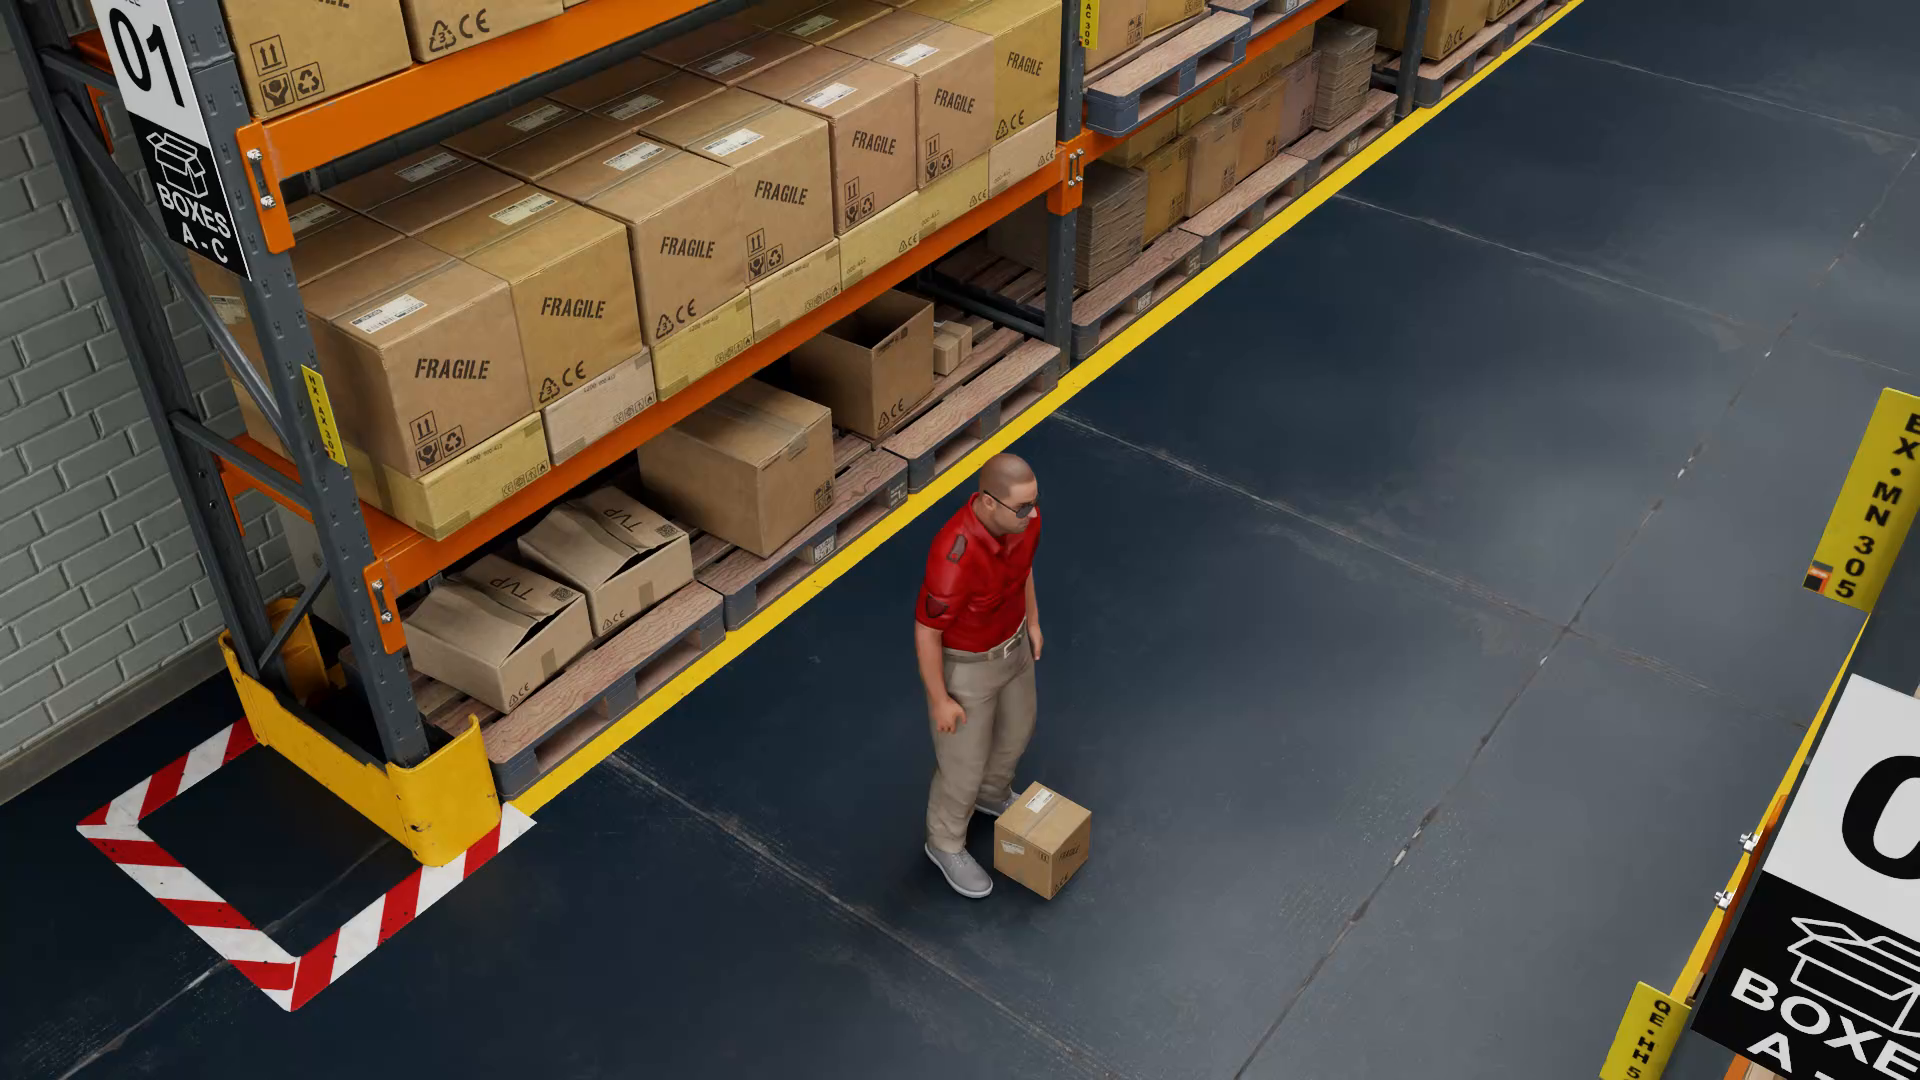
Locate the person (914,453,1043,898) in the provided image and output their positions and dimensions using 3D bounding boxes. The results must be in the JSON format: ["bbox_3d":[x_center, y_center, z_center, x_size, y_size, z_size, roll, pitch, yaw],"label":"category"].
[{"bbox_3d":[0.086,0.414,5.647,0.396,1.726,0.585,25,45,28],"label":"person"}]
